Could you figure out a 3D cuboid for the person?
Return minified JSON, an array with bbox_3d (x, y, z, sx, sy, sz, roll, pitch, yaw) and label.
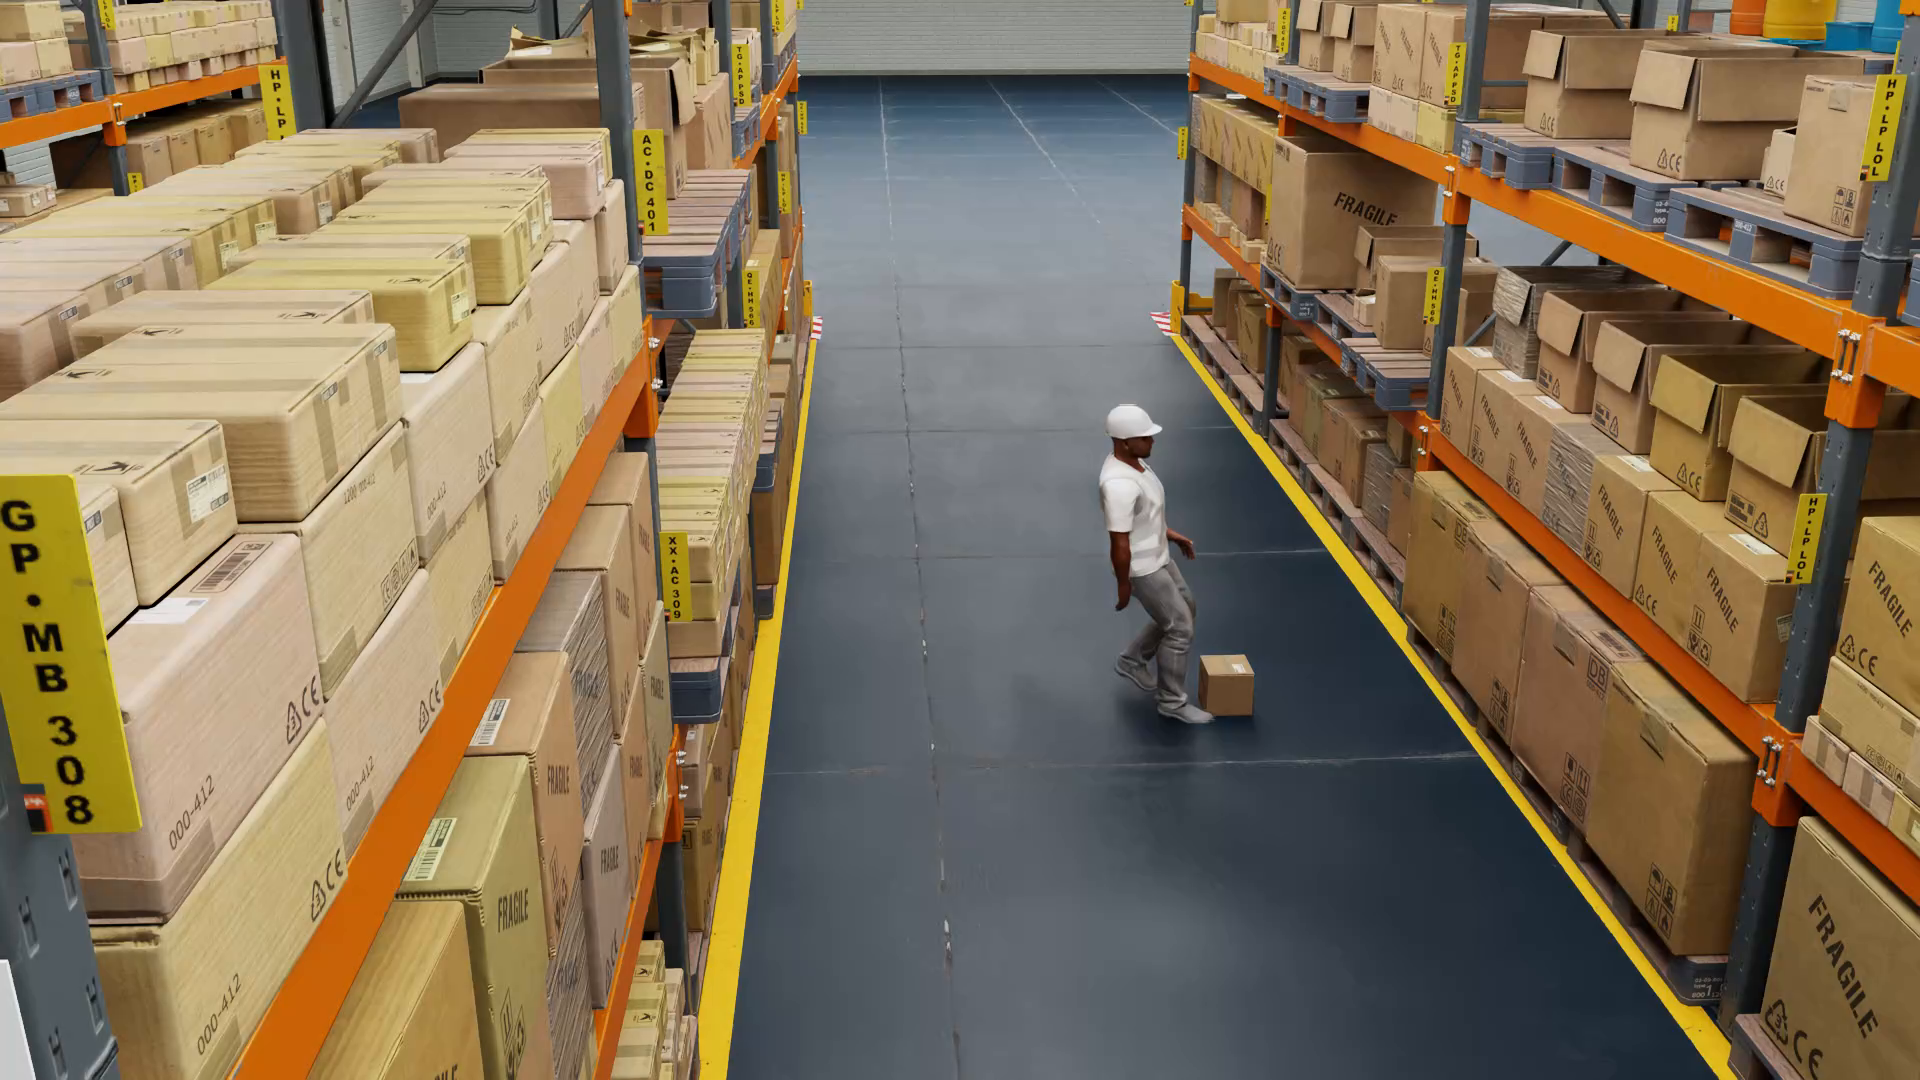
[{"bbox_3d":[1.056,0.126,8.794,0.659,1.736,0.625,3,20,8],"label":"person"}]
